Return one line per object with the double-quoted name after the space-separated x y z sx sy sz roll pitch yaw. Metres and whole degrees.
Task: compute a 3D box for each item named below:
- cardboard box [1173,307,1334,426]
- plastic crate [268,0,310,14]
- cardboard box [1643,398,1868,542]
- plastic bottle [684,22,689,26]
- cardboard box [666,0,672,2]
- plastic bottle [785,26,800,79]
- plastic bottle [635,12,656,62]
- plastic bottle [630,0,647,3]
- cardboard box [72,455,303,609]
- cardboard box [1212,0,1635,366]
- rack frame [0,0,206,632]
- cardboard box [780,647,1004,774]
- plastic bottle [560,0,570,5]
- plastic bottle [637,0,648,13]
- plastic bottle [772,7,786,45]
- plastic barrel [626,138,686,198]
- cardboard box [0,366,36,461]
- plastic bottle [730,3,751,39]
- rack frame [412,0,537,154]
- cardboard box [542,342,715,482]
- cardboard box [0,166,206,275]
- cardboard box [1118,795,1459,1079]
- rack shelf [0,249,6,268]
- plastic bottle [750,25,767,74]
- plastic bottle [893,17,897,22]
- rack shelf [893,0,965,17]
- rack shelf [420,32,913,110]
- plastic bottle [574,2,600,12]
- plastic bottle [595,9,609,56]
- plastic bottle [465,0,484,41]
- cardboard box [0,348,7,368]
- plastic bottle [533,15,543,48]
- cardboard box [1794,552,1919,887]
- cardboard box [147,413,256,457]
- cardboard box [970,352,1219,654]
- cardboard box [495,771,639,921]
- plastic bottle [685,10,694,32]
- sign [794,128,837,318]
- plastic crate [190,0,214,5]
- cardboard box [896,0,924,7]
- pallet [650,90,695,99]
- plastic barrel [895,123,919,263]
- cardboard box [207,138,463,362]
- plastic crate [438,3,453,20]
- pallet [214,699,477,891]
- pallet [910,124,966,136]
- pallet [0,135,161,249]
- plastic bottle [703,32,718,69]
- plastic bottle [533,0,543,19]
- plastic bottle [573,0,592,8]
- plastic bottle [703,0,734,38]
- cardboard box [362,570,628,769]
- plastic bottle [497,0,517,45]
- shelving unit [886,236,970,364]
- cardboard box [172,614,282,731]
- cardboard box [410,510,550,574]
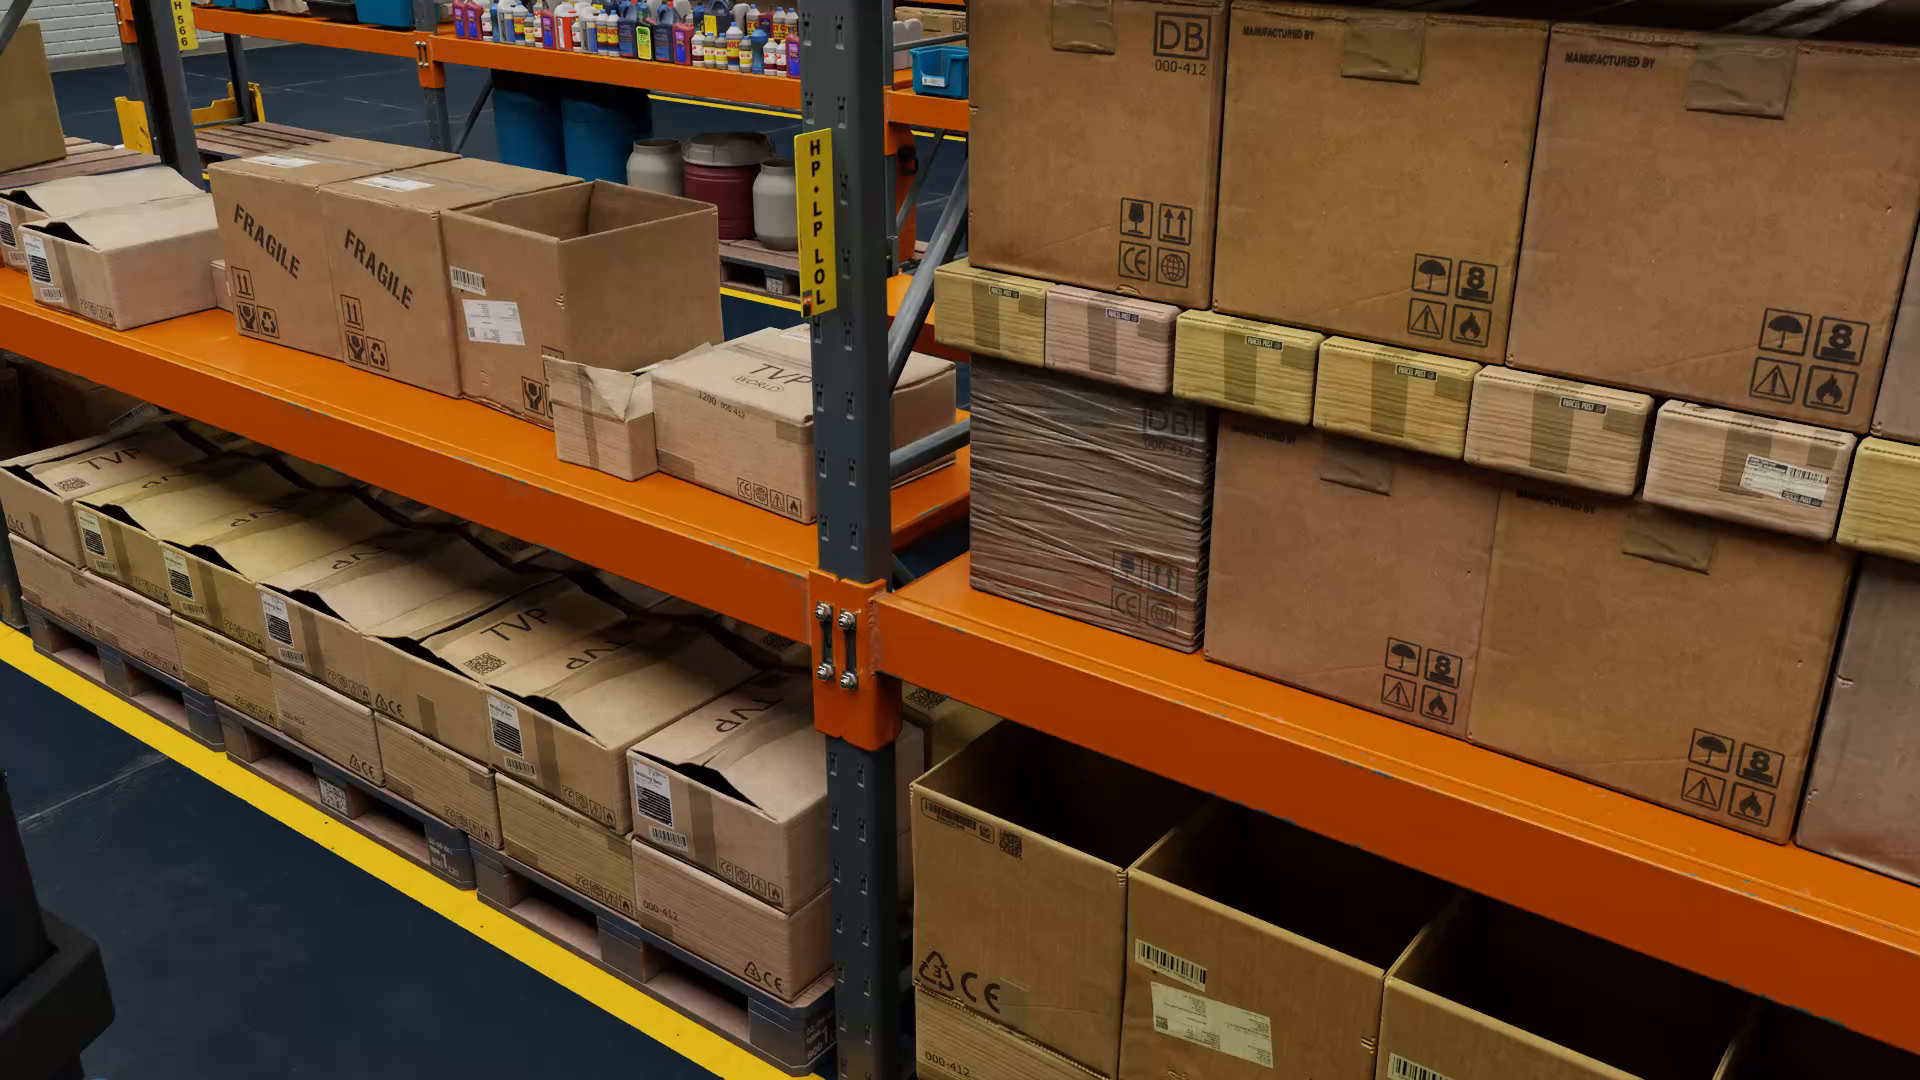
0.570 -0.341 2.876 0.250 0.149 0.380 16 28 32 "cardboard box"
-4.939 -4.011 12.387 0.466 0.136 0.293 17 29 33 "plastic crate"
1.195 -0.154 2.450 0.250 0.149 0.380 16 28 32 "cardboard box"
-1.720 -3.088 10.182 0.133 0.283 0.061 17 29 33 "plastic bottle"
-3.035 -5.437 17.483 0.875 0.875 0.875 17 29 33 "cardboard box"
-0.929 -2.776 9.475 0.133 0.283 0.061 17 29 33 "plastic bottle"
-1.913 -3.073 10.150 0.133 0.283 0.061 17 29 33 "plastic bottle"
-2.160 -3.523 11.178 0.135 0.276 0.152 17 29 33 "plastic bottle"
-2.470 -0.061 5.362 0.500 0.311 0.500 16 28 32 "cardboard box"
0.827 -0.661 2.797 0.500 0.500 0.700 17 29 33 "cardboard box"
-3.138 -1.216 5.790 0.127 3.000 1.000 17 29 33 "rack frame"
-0.119 0.380 4.360 0.500 0.311 0.500 17 29 33 "cardboard box"
-2.747 -3.679 11.627 0.097 0.201 0.097 0 24 0 "plastic bottle"
-2.112 -3.443 11.004 0.097 0.271 0.097 0 24 0 "plastic bottle"
-1.133 -3.224 10.506 0.097 0.271 0.097 0 24 0 "plastic bottle"
-1.975 -2.361 10.952 0.421 0.512 0.421 0 24 0 "plastic barrel"
-4.027 -0.424 6.546 0.500 0.500 0.500 18 30 35 "cardboard box"
-1.426 -3.301 10.675 0.135 0.276 0.152 17 29 33 "plastic bottle"
-3.365 -3.781 11.610 0.127 3.000 1.000 17 29 33 "rack frame"
-0.751 -0.341 3.970 0.258 0.266 0.396 16 28 32 "cardboard box"
-2.873 -1.073 5.576 0.500 0.311 0.500 19 30 36 "cardboard box"
0.651 0.806 3.161 0.500 0.500 0.500 17 29 33 "cardboard box"
-4.738 -1.370 7.032 4.000 0.370 1.077 17 29 33 "rack shelf"
-1.166 -2.851 9.661 0.097 0.271 0.097 0 24 0 "plastic bottle"
-0.393 -3.000 9.999 0.097 0.271 0.097 0 24 0 "plastic bottle"
1.206 -4.566 14.284 4.000 0.370 1.077 17 29 33 "rack shelf"
-1.765 -2.968 10.658 4.000 0.370 1.077 17 29 33 "rack shelf"
-2.391 -3.314 10.705 0.135 0.276 0.152 17 29 33 "plastic bottle"
-2.220 -3.170 10.384 0.097 0.271 0.097 0 24 0 "plastic bottle"
-3.221 -3.469 11.047 0.133 0.283 0.061 17 29 33 "plastic bottle"
-4.075 -0.779 6.423 0.500 0.250 0.500 18 30 35 "cardboard box"
-2.698 -3.282 10.726 0.097 0.201 0.097 0 24 0 "plastic bottle"
1.657 0.182 2.492 0.500 0.500 0.700 18 29 35 "cardboard box"
-2.571 -0.359 6.039 0.500 0.311 0.500 18 29 35 "cardboard box"
0.422 -0.189 3.335 0.500 0.500 0.700 16 28 32 "cardboard box"
-0.847 0.688 4.358 0.500 0.250 0.500 16 29 33 "cardboard box"
-1.757 -3.381 10.949 0.097 0.201 0.097 0 24 0 "plastic bottle"
-0.255 -0.565 2.974 0.005 0.325 0.100 17 29 33 "sign"
-5.816 -4.220 12.861 0.298 0.136 0.250 17 29 33 "plastic crate"
-0.875 -4.784 16.002 0.875 0.875 0.875 17 29 33 "cardboard box"
-2.909 -4.902 17.613 1.213 0.211 1.003 17 29 33 "pallet"
-0.566 -2.125 10.024 0.708 0.830 0.600 17 29 33 "plastic barrel"
-1.786 -0.861 4.861 0.500 0.500 0.500 15 28 31 "cardboard box"
-3.652 -3.846 12.011 0.243 0.136 0.396 17 29 33 "plastic crate"
-1.531 0.567 5.202 1.213 0.211 1.003 17 29 33 "pallet"
0.268 -3.940 15.431 1.213 0.211 1.003 17 29 33 "pallet"
-3.723 -1.270 6.149 1.003 0.211 1.213 17 29 33 "pallet"
-1.477 -2.913 9.888 0.097 0.201 0.097 0 24 0 "plastic bottle"
-2.916 -3.654 11.569 0.097 0.201 0.097 0 24 0 "plastic bottle"
-2.520 -3.595 11.250 0.185 0.351 0.144 17 29 33 "plastic bottle"
-1.535 -3.293 10.565 0.185 0.351 0.144 17 29 33 "plastic bottle"
-1.251 0.310 4.520 0.500 0.311 0.500 17 29 33 "cardboard box"
-2.930 -3.400 10.901 0.135 0.276 0.152 17 29 33 "plastic bottle"
-0.005 -0.516 6.527 1.048 1.125 0.538 17 29 33 "shelving unit"
-2.073 0.316 5.201 0.500 0.250 0.500 16 28 32 "cardboard box"
-1.350 0.009 5.203 0.500 0.311 0.500 18 29 35 "cardboard box"
